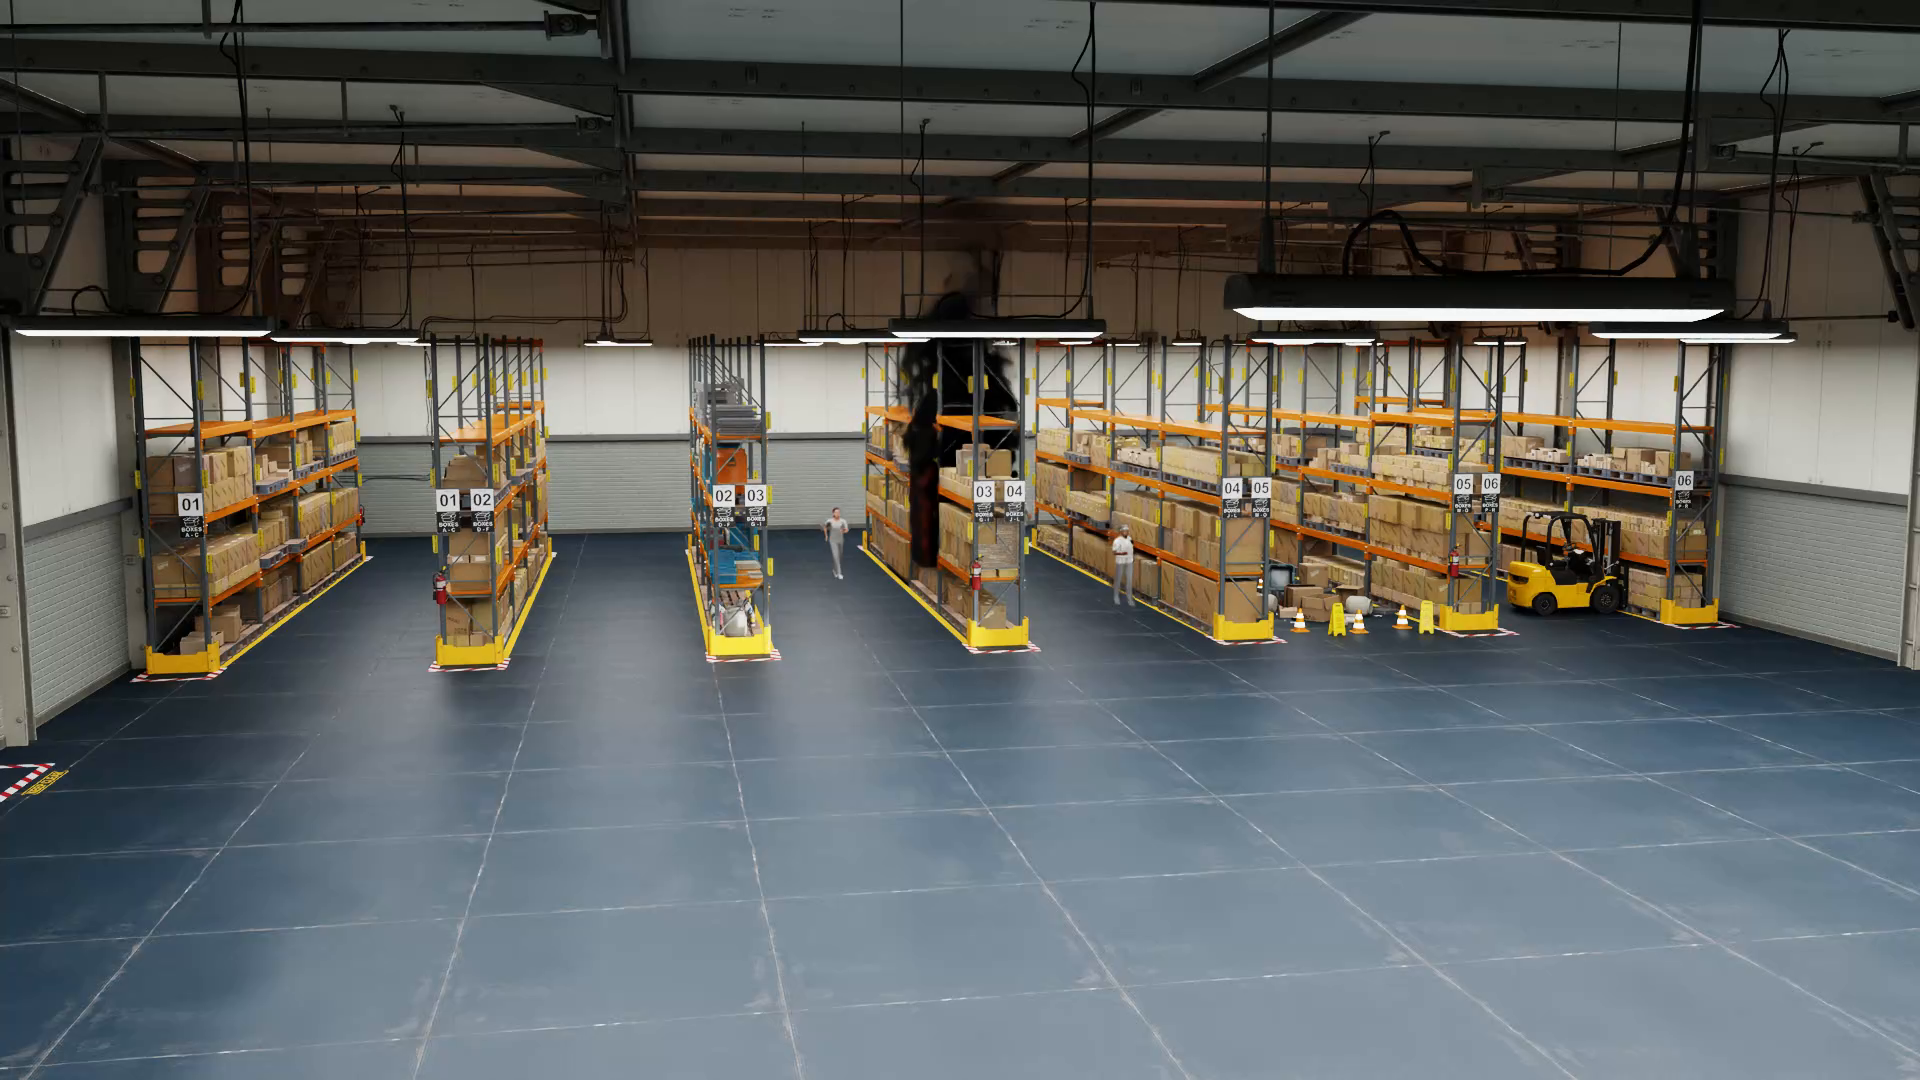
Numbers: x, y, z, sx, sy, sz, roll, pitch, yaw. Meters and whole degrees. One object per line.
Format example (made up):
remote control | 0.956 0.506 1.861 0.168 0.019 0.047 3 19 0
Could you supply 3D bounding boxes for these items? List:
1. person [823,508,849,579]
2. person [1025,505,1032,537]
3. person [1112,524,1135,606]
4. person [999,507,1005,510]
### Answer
person | -2.922 0.076 39.453 0.564 1.702 0.880 -2 7 -19
person | 1.632 -0.329 45.037 0.634 1.802 0.929 0 7 -4
person | 3.501 0.531 35.364 0.581 1.739 0.818 -2 7 -16
person | 1.218 -0.482 46.784 0.726 1.725 0.655 0 7 0
